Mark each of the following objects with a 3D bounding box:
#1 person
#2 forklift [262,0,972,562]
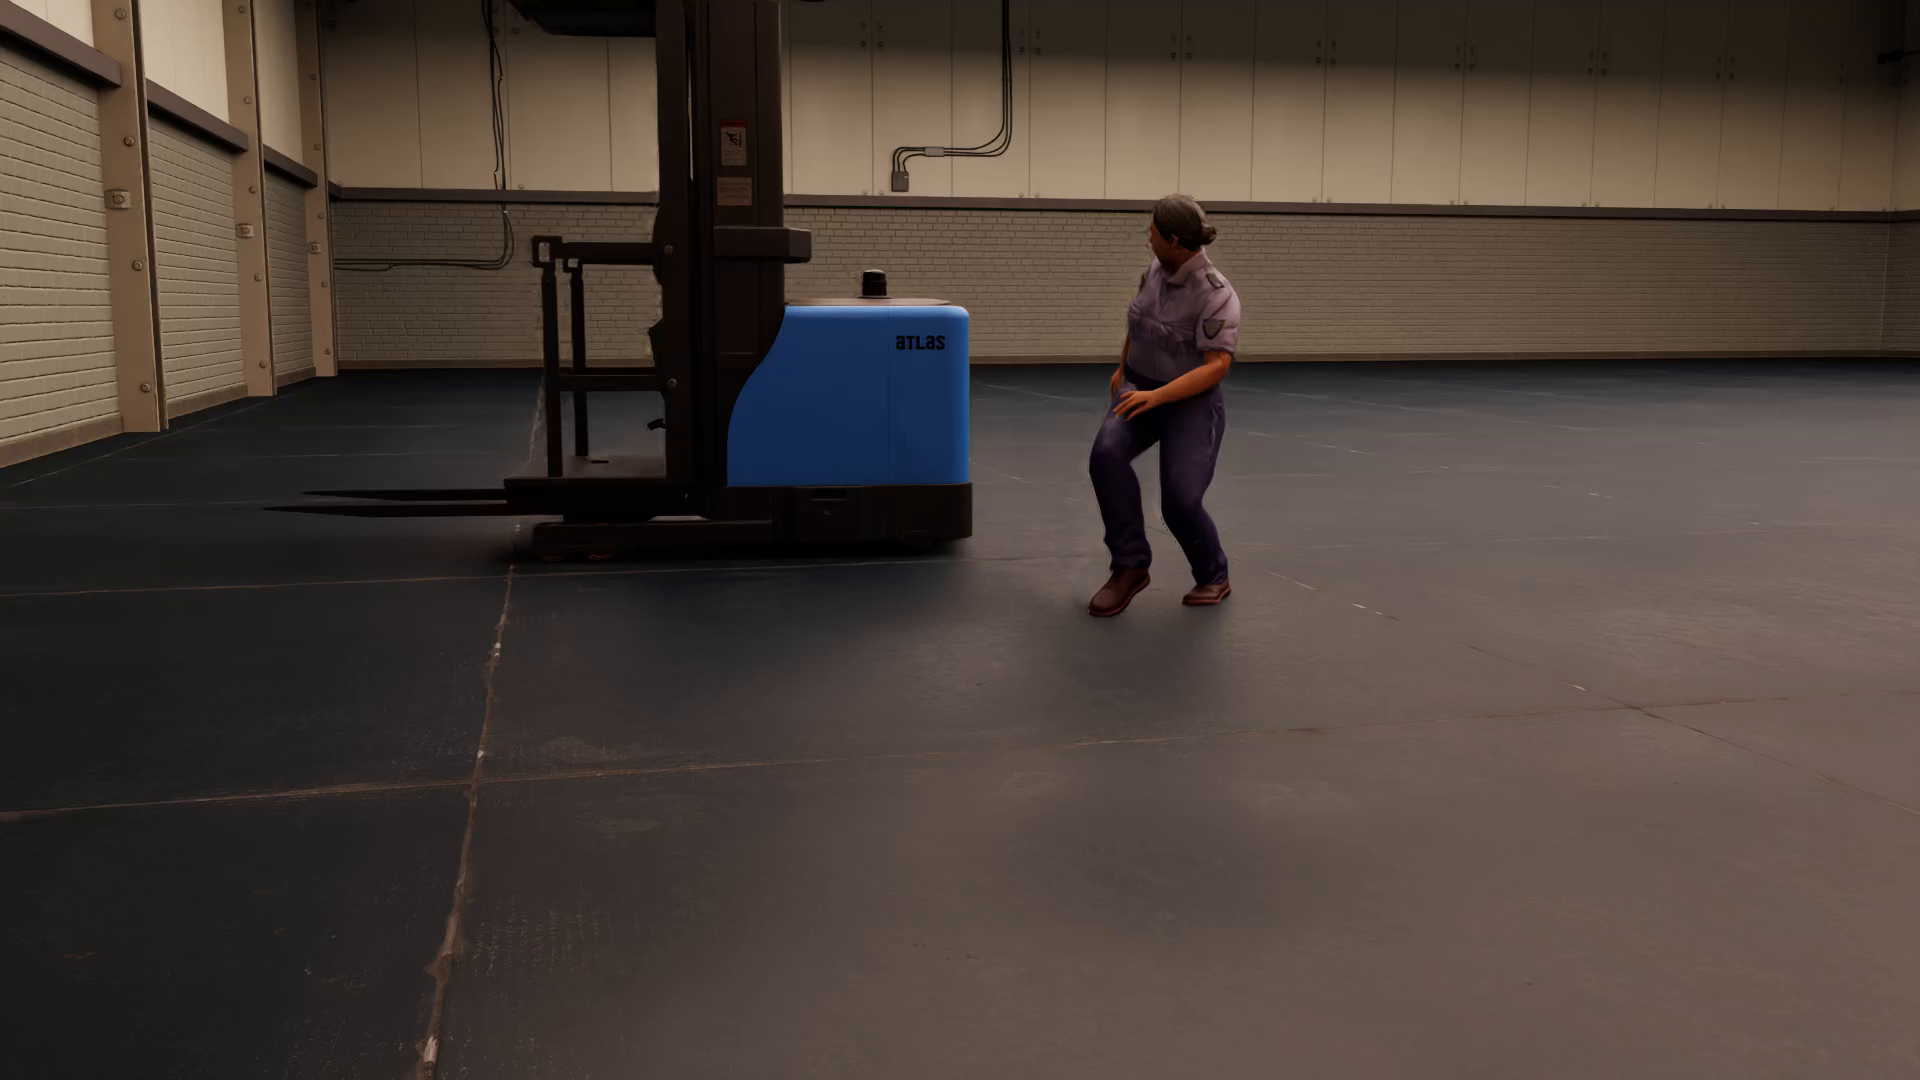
[{"bbox_3d":[0.673,-0.487,5.995,0.703,1.473,0.729,6,10,38],"label":"person"},{"bbox_3d":[-1.499,-1.435,7.387,3.031,2.935,1.130,-1,8,-6],"label":"forklift"}]
